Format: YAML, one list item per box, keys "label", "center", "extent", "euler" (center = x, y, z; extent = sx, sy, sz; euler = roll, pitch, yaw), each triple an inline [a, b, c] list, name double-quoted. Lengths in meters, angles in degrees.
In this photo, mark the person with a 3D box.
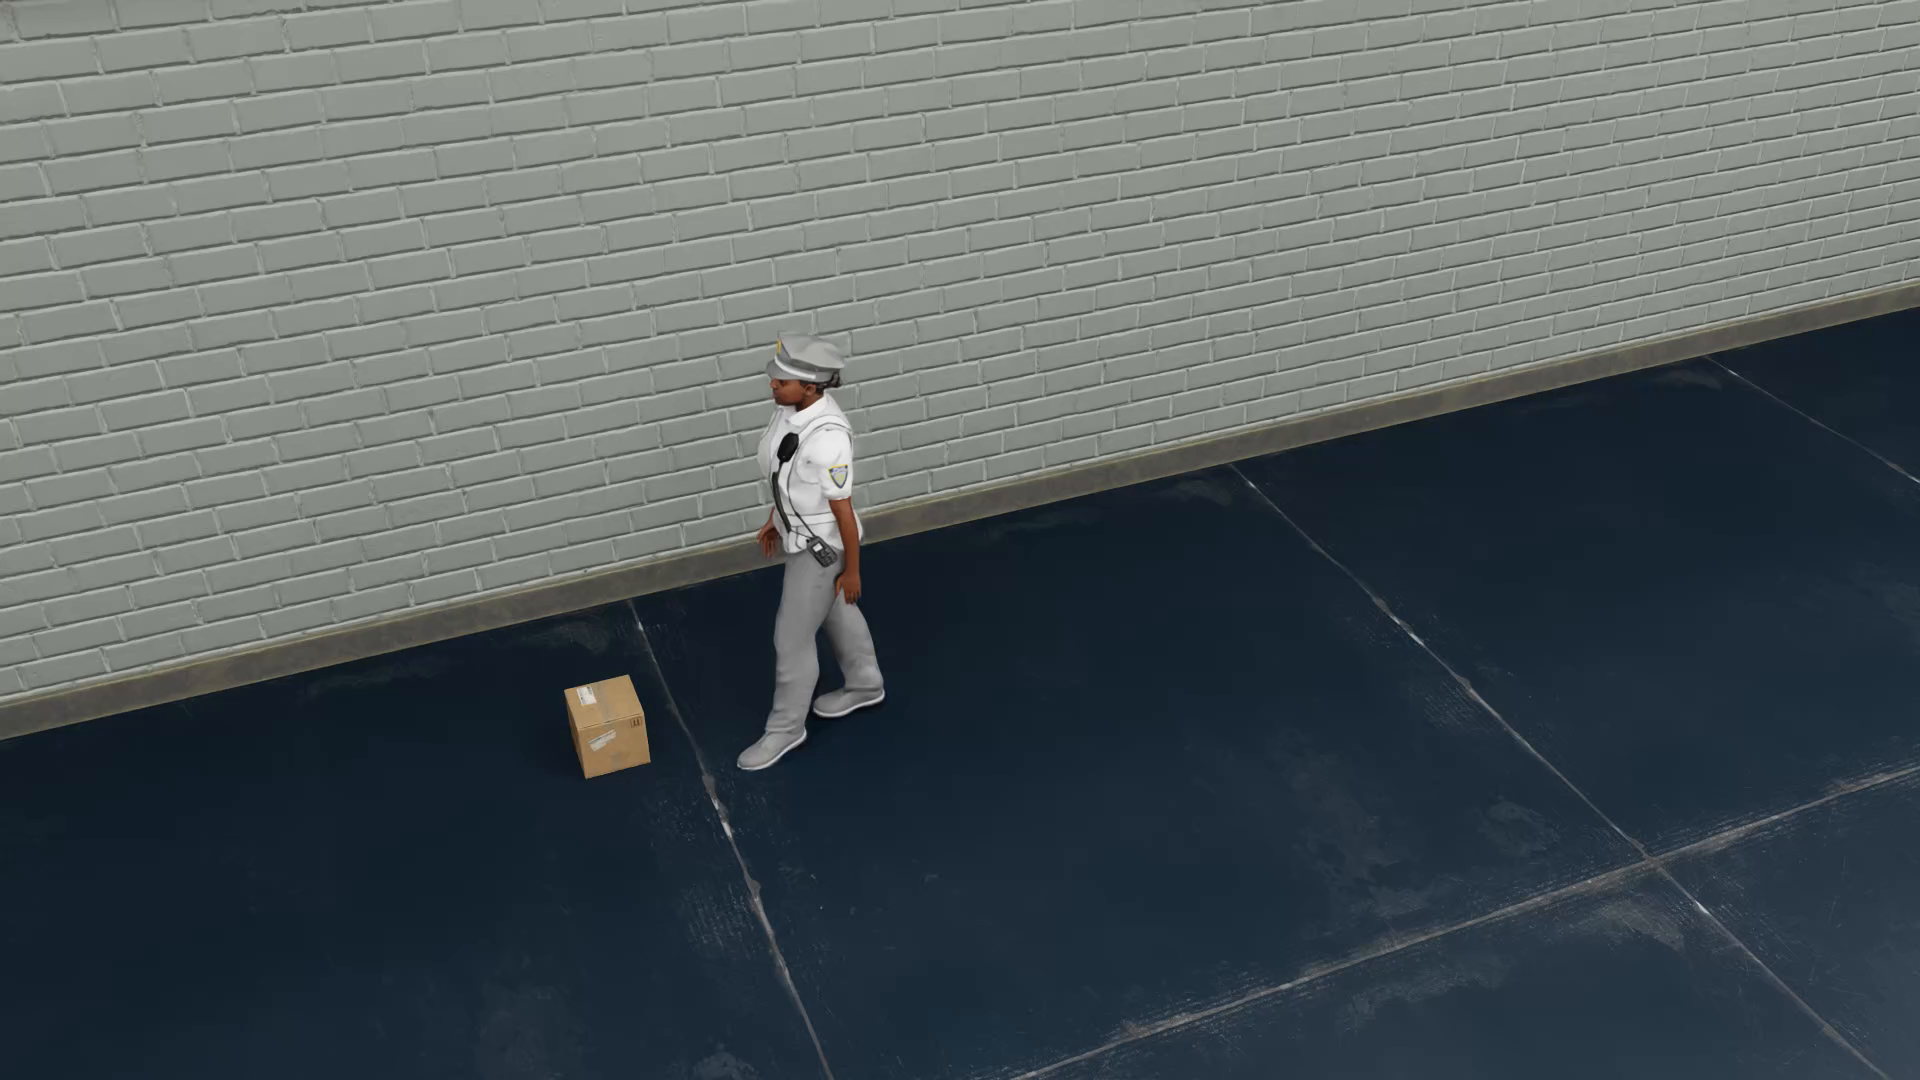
- label: "person"
  center: [-0.597, 0.017, 6.094]
  extent: [0.637, 1.708, 0.463]
  euler: [-10, 35, -14]
